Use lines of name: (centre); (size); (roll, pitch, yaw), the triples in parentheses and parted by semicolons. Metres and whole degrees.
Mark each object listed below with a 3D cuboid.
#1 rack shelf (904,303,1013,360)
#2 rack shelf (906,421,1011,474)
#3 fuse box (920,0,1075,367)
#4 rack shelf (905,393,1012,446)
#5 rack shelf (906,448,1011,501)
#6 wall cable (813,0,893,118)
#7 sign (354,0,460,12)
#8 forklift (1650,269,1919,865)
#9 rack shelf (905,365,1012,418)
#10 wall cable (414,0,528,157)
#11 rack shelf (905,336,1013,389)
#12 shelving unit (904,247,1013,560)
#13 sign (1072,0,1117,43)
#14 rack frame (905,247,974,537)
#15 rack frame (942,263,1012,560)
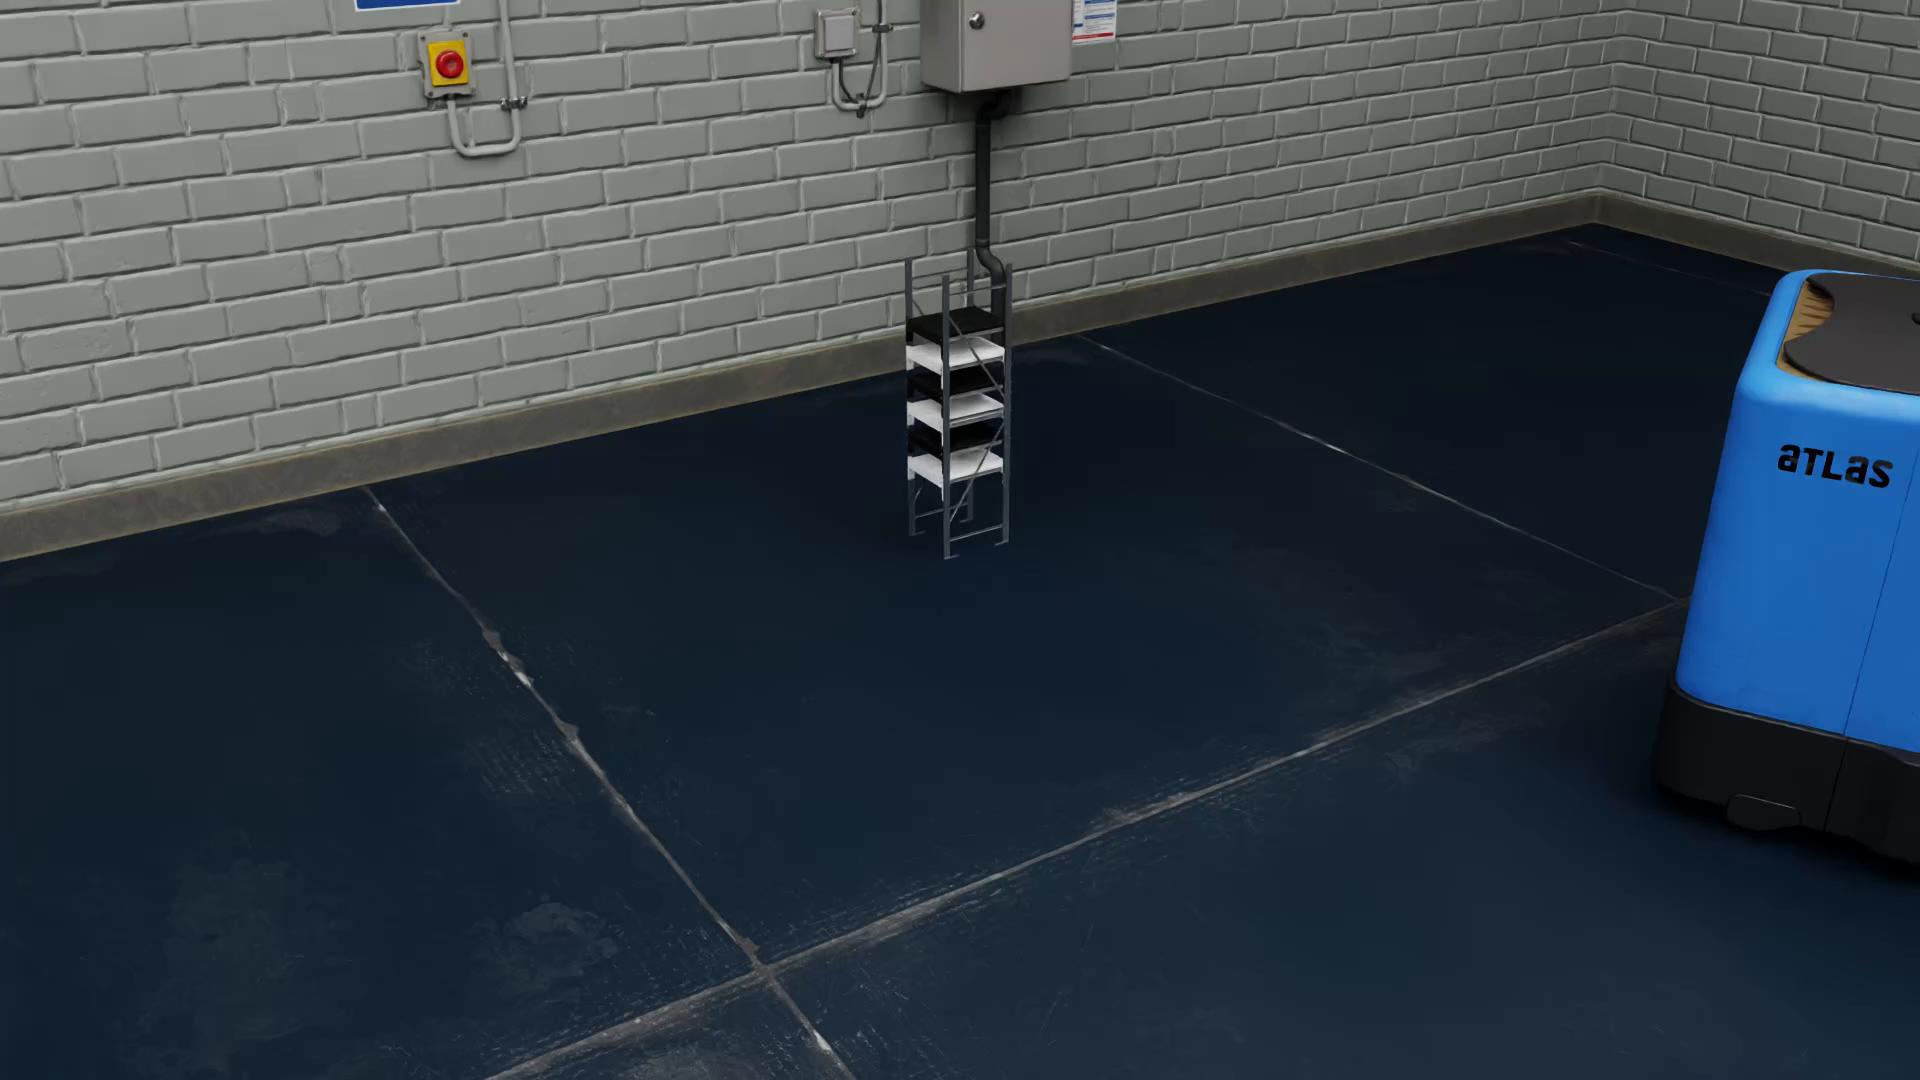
rack shelf: (-0.004, -0.624, 4.963); (0.258, 0.077, 0.200); (-16, 29, -30)
rack shelf: (-0.004, -0.298, 5.117); (0.258, 0.077, 0.200); (-16, 29, -30)
fuse box: (0.190, -1.484, 6.390); (0.539, 1.711, 0.414); (-16, 29, -30)
rack shelf: (-0.004, -0.380, 5.078); (0.258, 0.077, 0.200); (-16, 29, -30)
rack shelf: (-0.004, -0.217, 5.155); (0.258, 0.077, 0.200); (-16, 29, -30)
wall cable: (-0.468, -2.424, 5.681); (0.588, 1.984, 0.122); (-16, 29, -30)
sign: (-1.724, -1.763, 5.153); (0.327, 0.218, 0.001); (-16, 29, -30)
forklift: (3.170, -0.570, 3.024); (3.031, 2.935, 1.130); (13, 28, 26)
rack shelf: (-0.004, -0.461, 5.040); (0.258, 0.077, 0.200); (-16, 29, -30)
wall cable: (-1.650, -2.103, 4.965); (0.585, 1.953, 0.123); (-16, 29, -30)
rack shelf: (-0.004, -0.542, 5.001); (0.258, 0.077, 0.200); (-16, 29, -30)
shelving unit: (-0.004, -0.410, 5.064); (0.258, 0.900, 0.210); (-16, 29, -30)
sign: (0.491, -2.213, 6.536); (0.329, 0.494, 0.001); (-16, 29, -30)
rack frame: (-0.060, -0.446, 5.141); (0.240, 0.900, 0.006); (-16, 29, -30)
rack frame: (0.051, -0.373, 4.987); (0.240, 0.900, 0.006); (-16, 29, -30)
